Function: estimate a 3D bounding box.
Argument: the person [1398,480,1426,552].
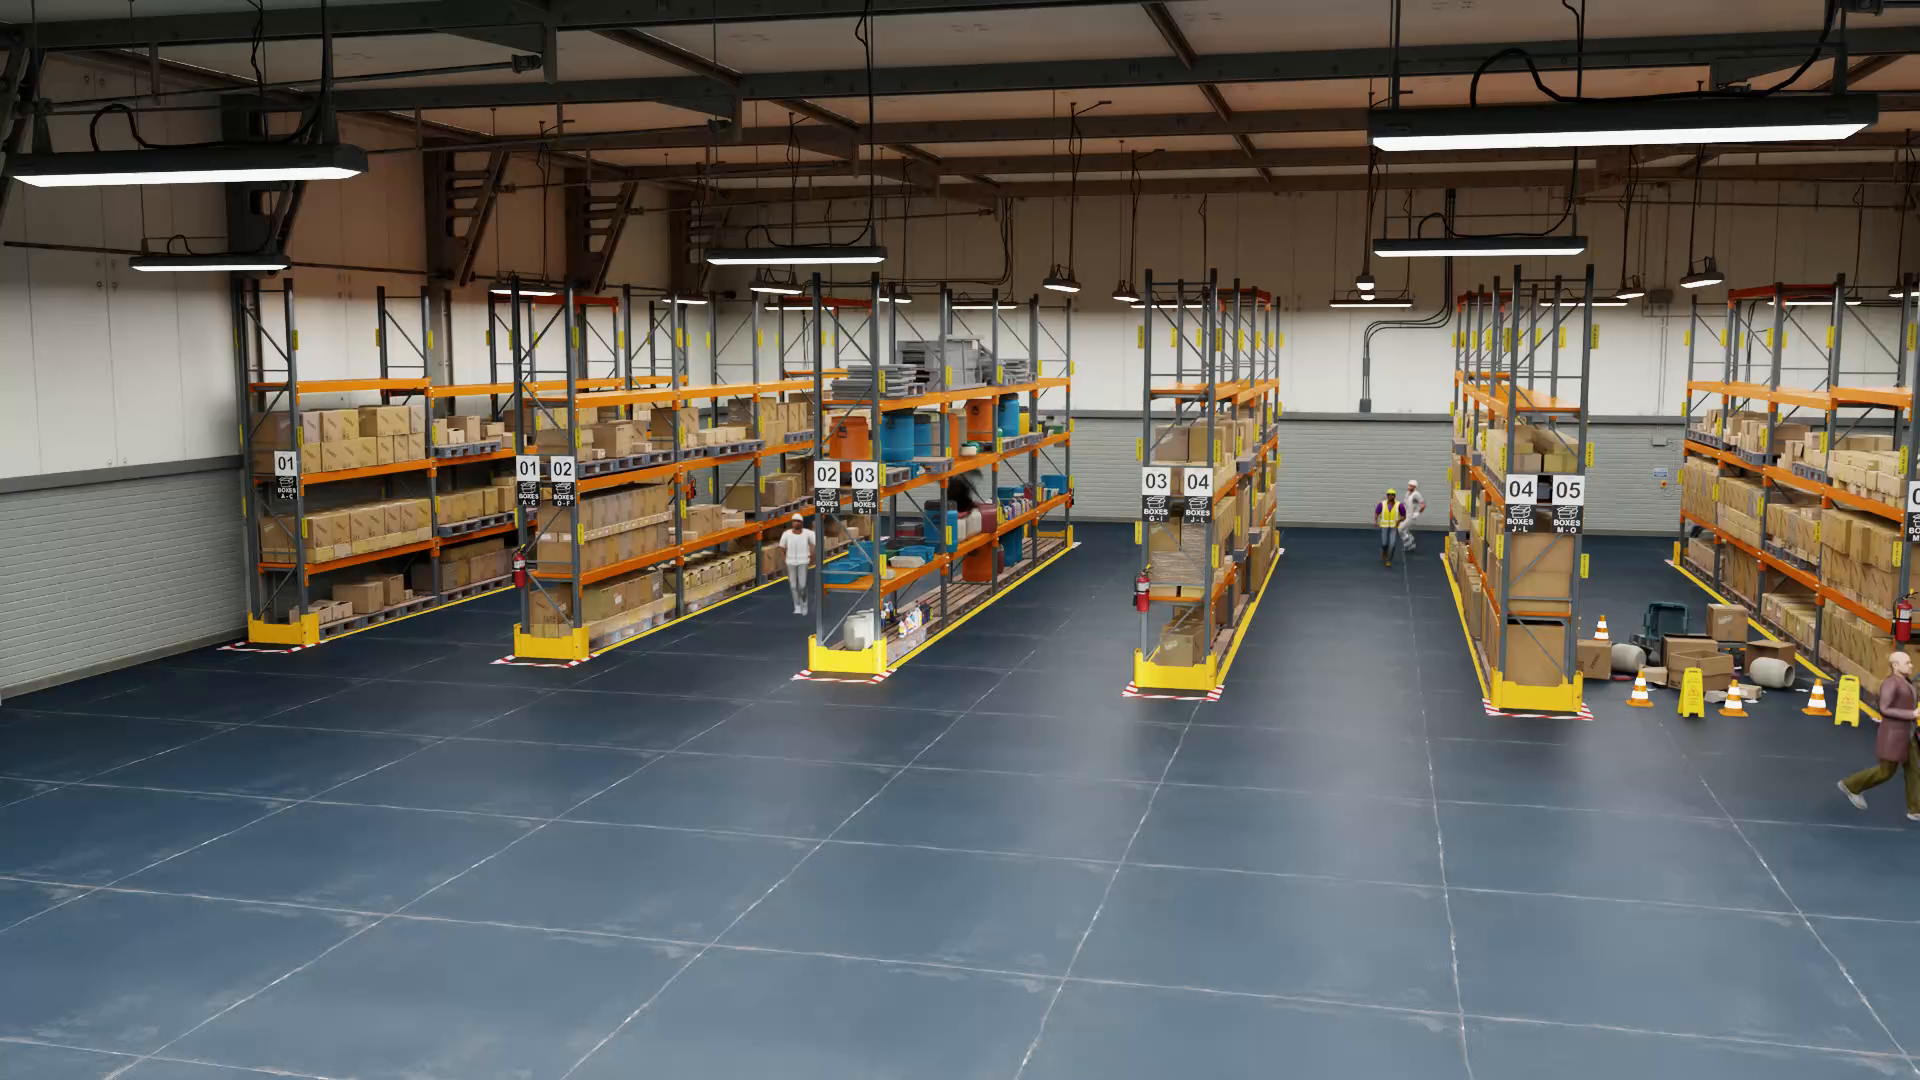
[{"bbox_3d":[10.569,-0.558,39.171,0.599,1.732,0.719,-1,7,-8],"label":"person"}]

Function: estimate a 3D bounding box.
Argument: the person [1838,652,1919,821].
[{"bbox_3d":[9.712,2.040,17.261,0.710,1.779,1.049,-5,9,-37],"label":"person"}]

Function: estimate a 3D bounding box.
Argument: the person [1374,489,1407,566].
[{"bbox_3d":[9.556,-0.277,36.968,0.704,1.721,0.585,2,7,18],"label":"person"}]

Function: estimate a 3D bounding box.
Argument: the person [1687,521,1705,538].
[{"bbox_3d":[17.051,-0.331,38.280,0.595,1.549,0.557,-6,9,-41],"label":"person"}]

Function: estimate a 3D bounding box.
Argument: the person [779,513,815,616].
[{"bbox_3d":[-2.789,0.439,28.595,0.686,1.786,0.597,1,7,5],"label":"person"}]
